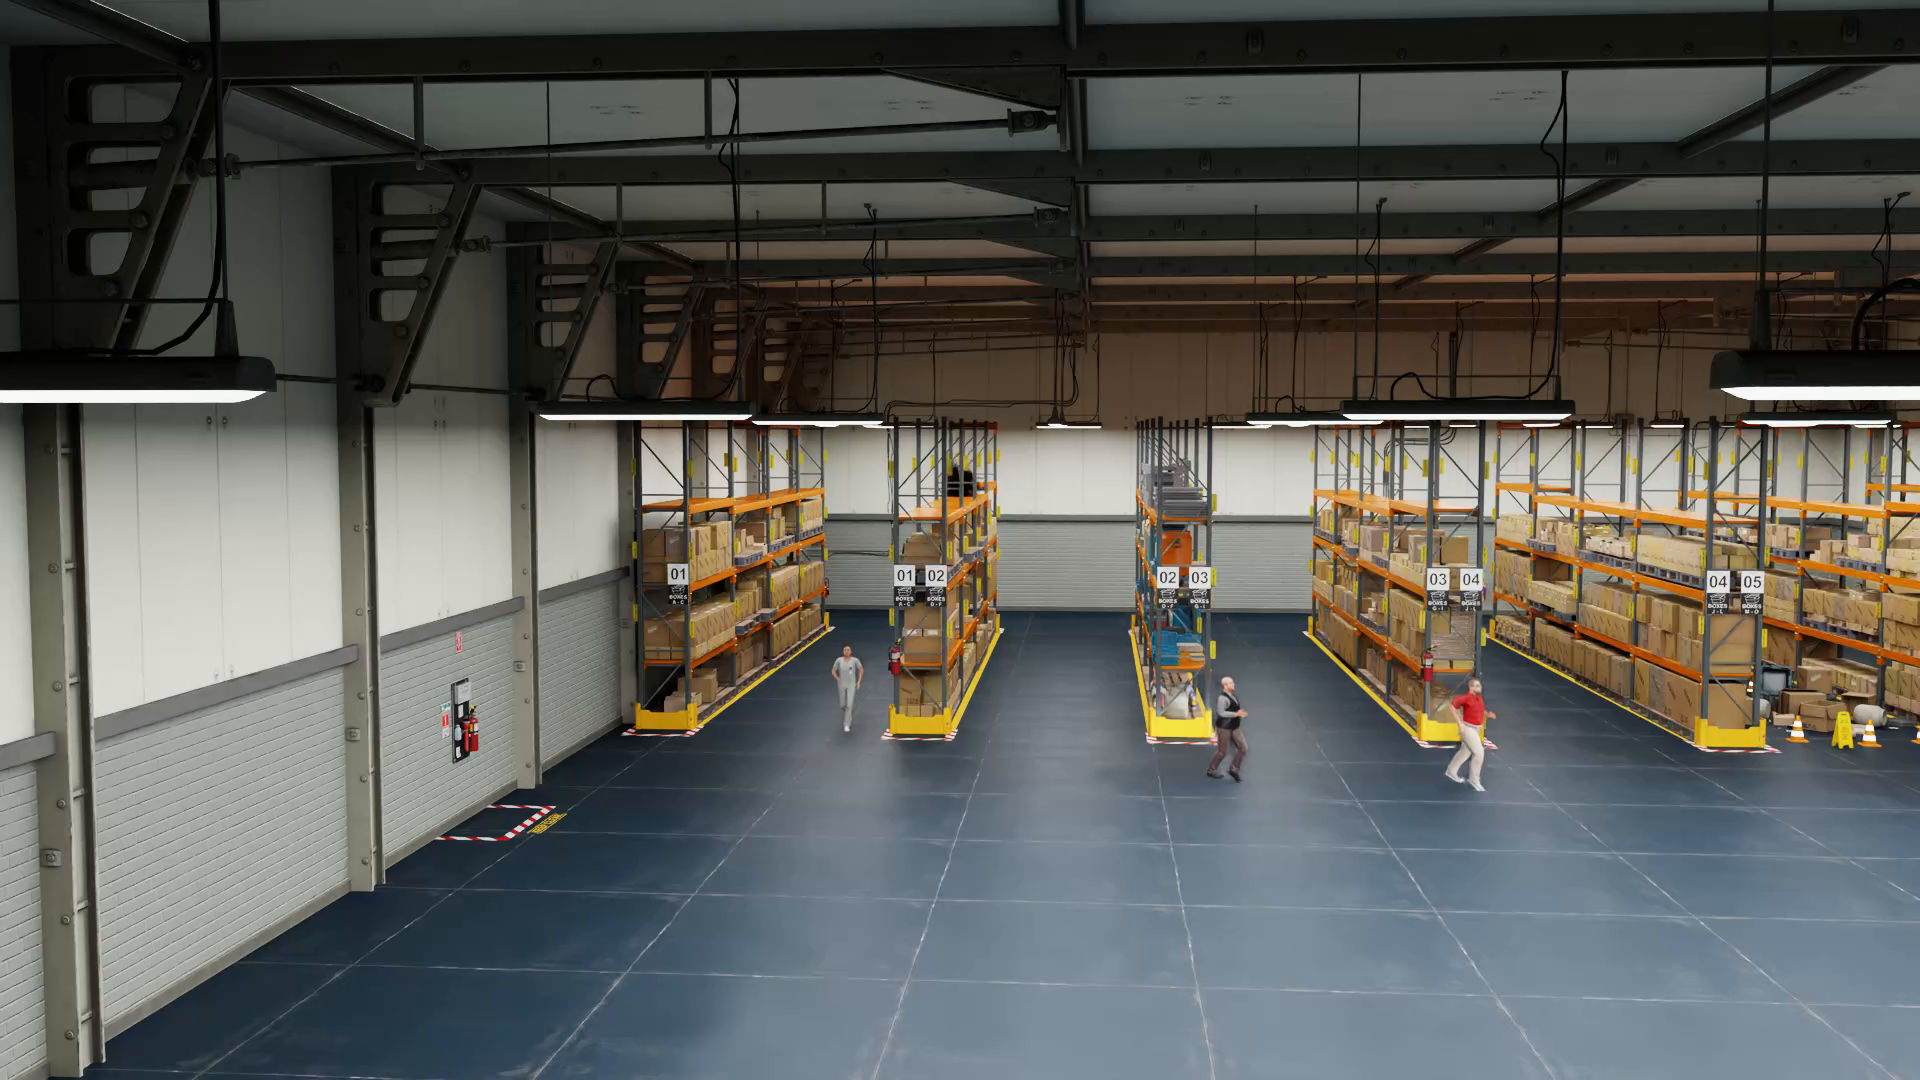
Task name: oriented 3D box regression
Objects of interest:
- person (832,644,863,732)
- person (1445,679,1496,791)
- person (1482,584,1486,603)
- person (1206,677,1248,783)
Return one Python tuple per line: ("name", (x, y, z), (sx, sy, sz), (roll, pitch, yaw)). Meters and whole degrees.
("person", (-2.171, 2.822, 32.045), (0.603, 1.657, 0.742), (0, 4, 3))
("person", (8.215, 3.121, 26.775), (0.782, 1.794, 0.650), (3, 5, 38))
("person", (14.583, 1.798, 47.194), (0.530, 1.693, 0.747), (-2, 4, -25))
("person", (4.366, 3.108, 27.058), (0.756, 1.770, 0.635), (3, 5, 35))
